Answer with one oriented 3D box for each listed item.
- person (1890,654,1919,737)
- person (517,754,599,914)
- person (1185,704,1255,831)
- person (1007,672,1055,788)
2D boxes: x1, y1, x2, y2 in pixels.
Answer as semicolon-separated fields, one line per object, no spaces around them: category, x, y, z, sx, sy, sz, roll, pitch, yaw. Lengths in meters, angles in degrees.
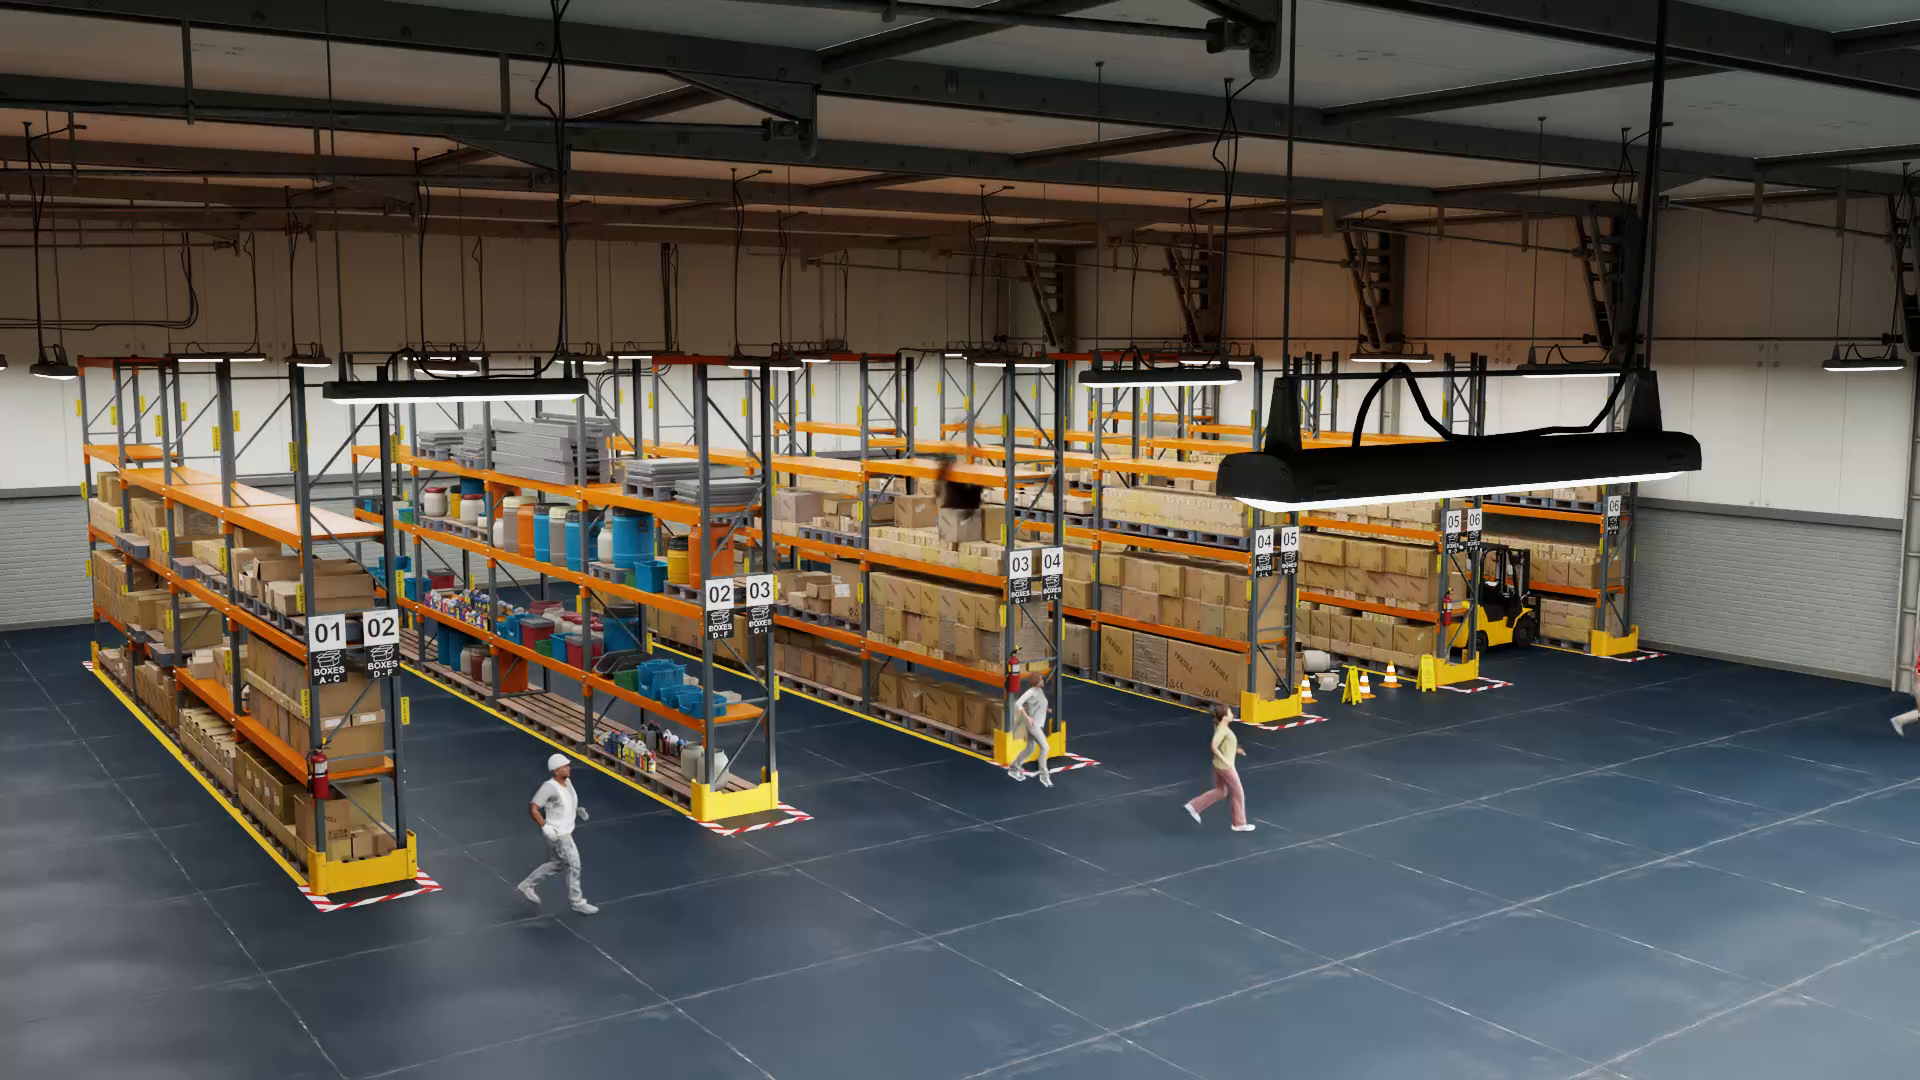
person;15.027;2.347;25.918;0.771;1.695;0.666;3;7;23
person;-4.459;3.233;18.350;0.926;1.785;0.675;0;7;-1
person;3.352;2.918;21.344;0.907;1.647;0.604;0;7;-1
person;1.034;2.693;23.674;0.703;1.634;0.598;1;7;11
